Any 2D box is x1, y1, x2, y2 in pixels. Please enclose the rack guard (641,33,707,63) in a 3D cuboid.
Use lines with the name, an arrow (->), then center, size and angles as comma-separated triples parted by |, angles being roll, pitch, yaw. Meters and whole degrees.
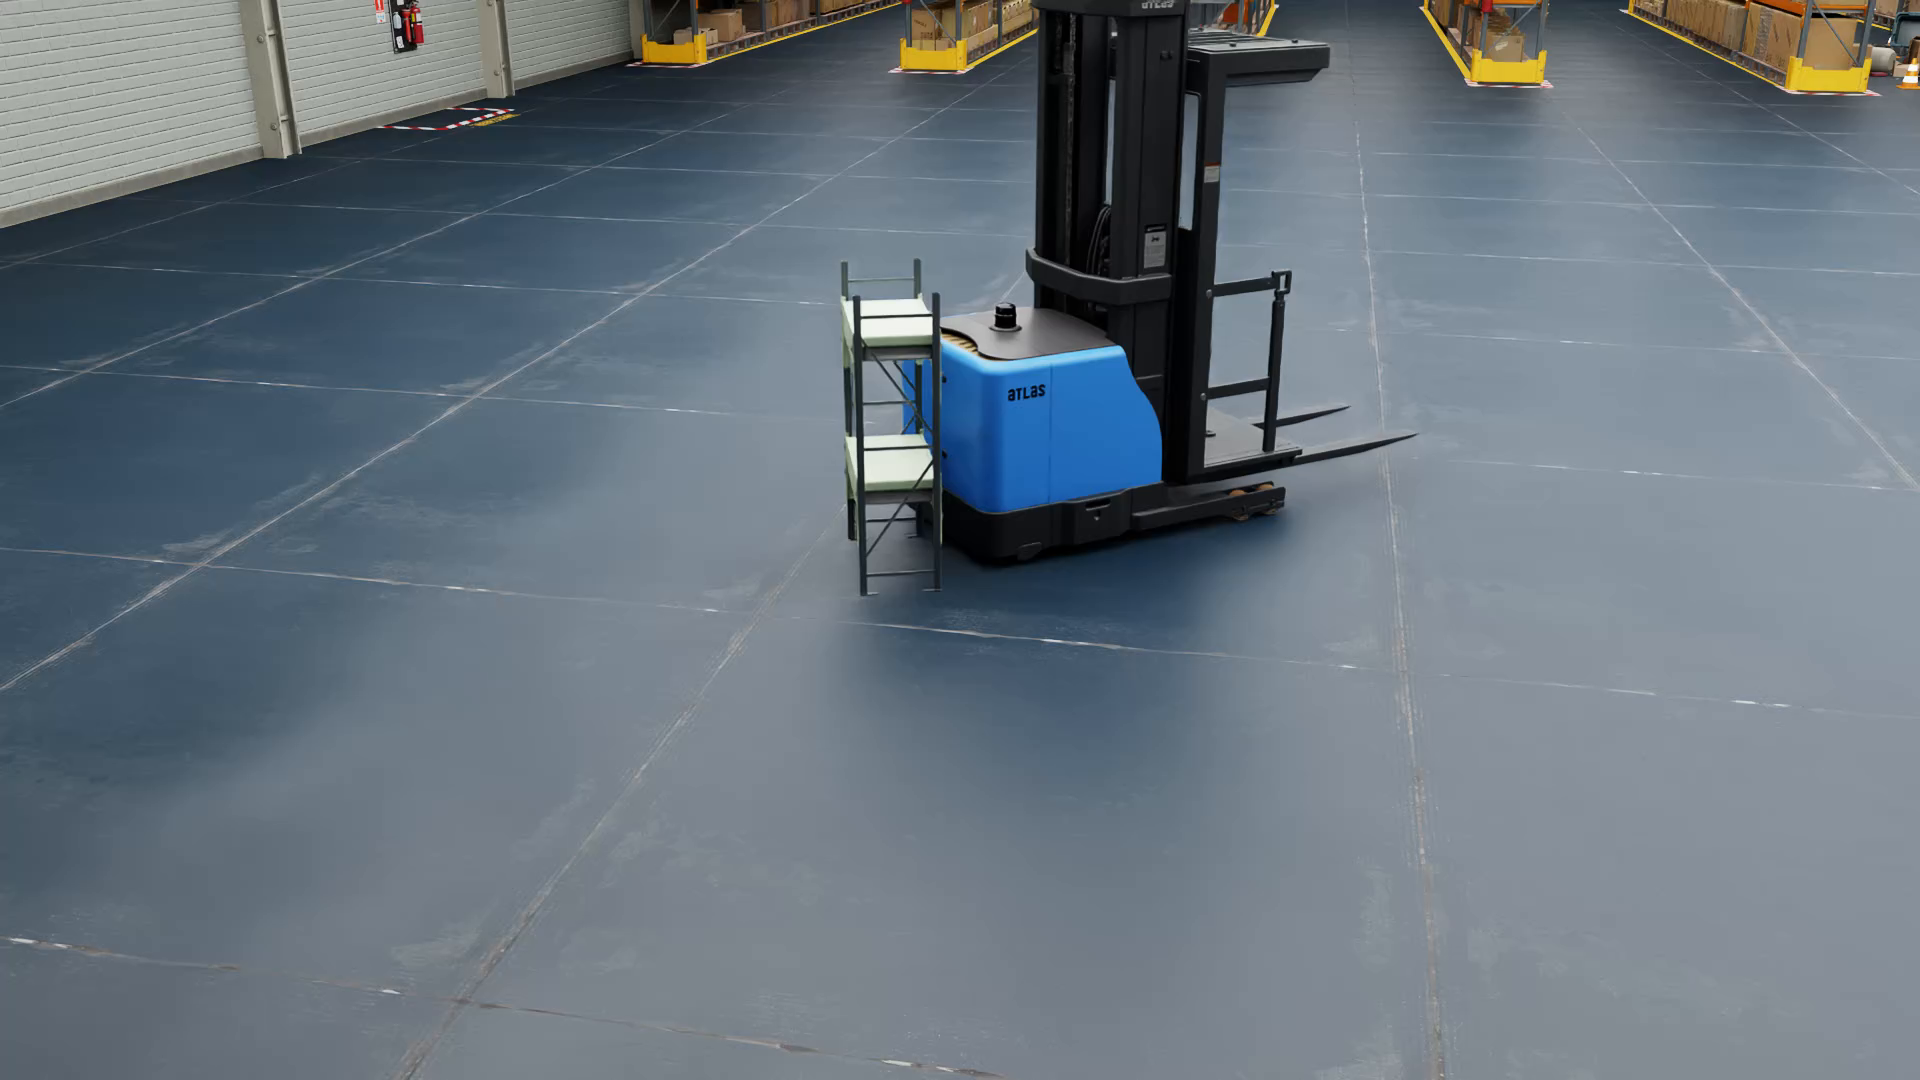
rack guard -> -5.307, -9.134, 30.863 | 1.175, 0.500, 0.348 | 4, 22, 11

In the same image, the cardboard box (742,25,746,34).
cardboard box -> -4.586, -10.420, 33.915 | 0.380, 0.166, 0.250 | 2, 22, 4

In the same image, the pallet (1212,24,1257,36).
pallet -> 5.813, -10.862, 35.541 | 1.003, 0.211, 1.213 | 4, 22, 11

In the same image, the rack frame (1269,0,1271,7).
rack frame -> 7.641, -15.362, 42.981 | 1.000, 3.000, 0.127 | 4, 22, 11

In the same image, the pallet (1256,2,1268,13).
pallet -> 7.184, -13.325, 41.656 | 1.003, 0.211, 1.213 | 4, 22, 11

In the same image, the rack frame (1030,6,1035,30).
rack frame -> 1.160, -12.815, 36.658 | 1.000, 3.000, 0.127 | 4, 22, 11

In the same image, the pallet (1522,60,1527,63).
pallet -> 9.441, -8.161, 28.835 | 1.003, 0.211, 1.213 | 4, 22, 11

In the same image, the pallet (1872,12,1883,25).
pallet -> 21.854, -12.192, 38.844 | 1.003, 0.211, 1.213 | 4, 22, 11

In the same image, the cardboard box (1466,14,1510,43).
cardboard box -> 10.188, -9.863, 32.085 | 0.700, 0.500, 0.500 | 3, 22, 7

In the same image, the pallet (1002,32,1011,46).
pallet -> 0.456, -10.331, 34.223 | 1.003, 0.211, 1.213 | 4, 22, 11

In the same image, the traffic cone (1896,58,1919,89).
traffic cone -> 15.558, -7.627, 27.171 | 0.336, 0.463, 0.334 | 4, 22, 11

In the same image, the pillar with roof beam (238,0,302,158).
pillar with roof beam -> -4.261, -8.653, 18.294 | 9.100, 9.000, 0.400 | 4, 22, 11

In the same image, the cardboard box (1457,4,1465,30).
cardboard box -> 10.740, -10.856, 34.552 | 0.700, 0.500, 0.500 | 3, 22, 8

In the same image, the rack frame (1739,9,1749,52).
rack frame -> 14.876, -10.180, 30.116 | 1.000, 3.000, 0.127 | 4, 22, 11

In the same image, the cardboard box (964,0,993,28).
cardboard box -> 0.350, -10.251, 32.406 | 0.500, 0.500, 0.500 | 4, 22, 11

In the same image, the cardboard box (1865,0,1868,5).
cardboard box -> 22.155, -12.986, 39.950 | 0.875, 0.438, 0.875 | 4, 22, 9

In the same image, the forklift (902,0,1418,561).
forklift -> 1.219, -1.627, 8.971 | 3.031, 2.935, 1.130 | -11, 25, -26

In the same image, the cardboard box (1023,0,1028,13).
cardboard box -> 1.195, -11.593, 35.993 | 0.500, 0.311, 0.500 | 4, 22, 10

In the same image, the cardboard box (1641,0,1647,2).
cardboard box -> 16.734, -13.130, 40.295 | 0.380, 0.149, 0.250 | 5, 23, 13

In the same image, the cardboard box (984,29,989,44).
cardboard box -> 0.264, -9.719, 32.089 | 0.500, 0.250, 0.500 | 4, 22, 11

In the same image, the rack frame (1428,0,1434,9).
rack frame -> 12.490, -14.984, 42.044 | 1.000, 3.000, 0.127 | 4, 22, 11

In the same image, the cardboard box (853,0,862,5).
cardboard box -> -2.879, -13.604, 40.932 | 0.750, 0.750, 0.750 | 5, 22, 12

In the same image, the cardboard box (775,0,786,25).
cardboard box -> -4.172, -11.420, 35.950 | 0.700, 0.500, 0.500 | 5, 22, 12

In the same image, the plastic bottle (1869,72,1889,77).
plastic bottle -> 15.902, -8.050, 28.761 | 0.283, 0.061, 0.133 | -3, 22, -8

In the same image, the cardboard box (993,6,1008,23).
cardboard box -> 0.672, -10.664, 33.684 | 0.500, 0.311, 0.500 | 5, 22, 11

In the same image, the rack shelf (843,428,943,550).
rack shelf -> -0.344, -0.267, 8.380 | 0.431, 0.370, 0.720 | -3, 22, -8

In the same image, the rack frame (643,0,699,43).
rack frame -> -5.322, -10.265, 30.327 | 1.000, 3.000, 0.127 | 4, 22, 11

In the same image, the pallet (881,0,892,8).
pallet -> -2.395, -14.080, 43.532 | 1.003, 0.211, 1.213 | 4, 22, 11

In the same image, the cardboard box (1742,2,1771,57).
cardboard box -> 14.679, -9.165, 29.877 | 0.875, 0.875, 0.875 | 5, 22, 12

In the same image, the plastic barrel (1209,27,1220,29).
plastic barrel -> 4.436, -8.797, 29.450 | 0.421, 0.512, 0.421 | 0, 22, 0

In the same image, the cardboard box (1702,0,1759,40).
cardboard box -> 15.305, -10.259, 32.760 | 1.050, 0.750, 0.750 | 5, 22, 12

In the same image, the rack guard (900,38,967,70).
rack guard -> -0.477, -8.721, 29.838 | 1.175, 0.500, 0.348 | 4, 22, 11

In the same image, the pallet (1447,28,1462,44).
pallet -> 10.696, -10.479, 34.591 | 1.003, 0.211, 1.213 | 4, 22, 11

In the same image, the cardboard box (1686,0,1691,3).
cardboard box -> 15.668, -11.482, 35.128 | 0.500, 0.250, 0.500 | 5, 22, 12

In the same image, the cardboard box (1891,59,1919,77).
cardboard box -> 16.328, -8.143, 28.717 | 0.396, 0.266, 0.258 | 8, 23, 20

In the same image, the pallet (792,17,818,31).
pallet -> -3.851, -11.612, 37.403 | 1.003, 0.211, 1.213 | 4, 22, 11

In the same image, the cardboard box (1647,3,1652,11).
cardboard box -> 16.602, -12.708, 39.645 | 0.380, 0.149, 0.250 | 4, 22, 11

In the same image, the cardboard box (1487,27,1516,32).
cardboard box -> 9.604, -8.844, 29.581 | 0.500, 0.500, 0.500 | 7, 23, 16

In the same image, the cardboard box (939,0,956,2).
cardboard box -> -0.151, -10.290, 32.503 | 0.500, 0.500, 0.500 | 4, 22, 11

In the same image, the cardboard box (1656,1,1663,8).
cardboard box -> 16.305, -12.356, 38.374 | 0.380, 0.149, 0.250 | 3, 22, 8

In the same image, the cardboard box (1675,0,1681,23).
cardboard box -> 15.898, -11.505, 36.190 | 0.500, 0.500, 0.500 | 5, 22, 12

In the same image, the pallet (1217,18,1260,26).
pallet -> 6.129, -11.434, 36.961 | 1.003, 0.211, 1.213 | 4, 22, 11

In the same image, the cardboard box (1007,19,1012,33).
cardboard box -> 0.775, -10.587, 34.244 | 0.500, 0.250, 0.500 | 5, 22, 12

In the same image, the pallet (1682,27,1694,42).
pallet -> 15.853, -10.636, 34.979 | 1.003, 0.211, 1.213 | 4, 22, 11

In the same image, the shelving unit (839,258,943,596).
shelving unit -> -0.344, -0.569, 8.259 | 0.431, 1.500, 0.755 | -3, 22, -8

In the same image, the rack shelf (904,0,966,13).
rack shelf -> -0.064, -10.287, 31.343 | 1.077, 0.370, 4.000 | 4, 22, 11

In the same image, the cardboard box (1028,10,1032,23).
cardboard box -> 1.292, -11.523, 36.569 | 0.500, 0.250, 0.500 | 5, 22, 12

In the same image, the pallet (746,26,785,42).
pallet -> -4.349, -10.720, 35.188 | 1.003, 0.211, 1.213 | 4, 22, 11
